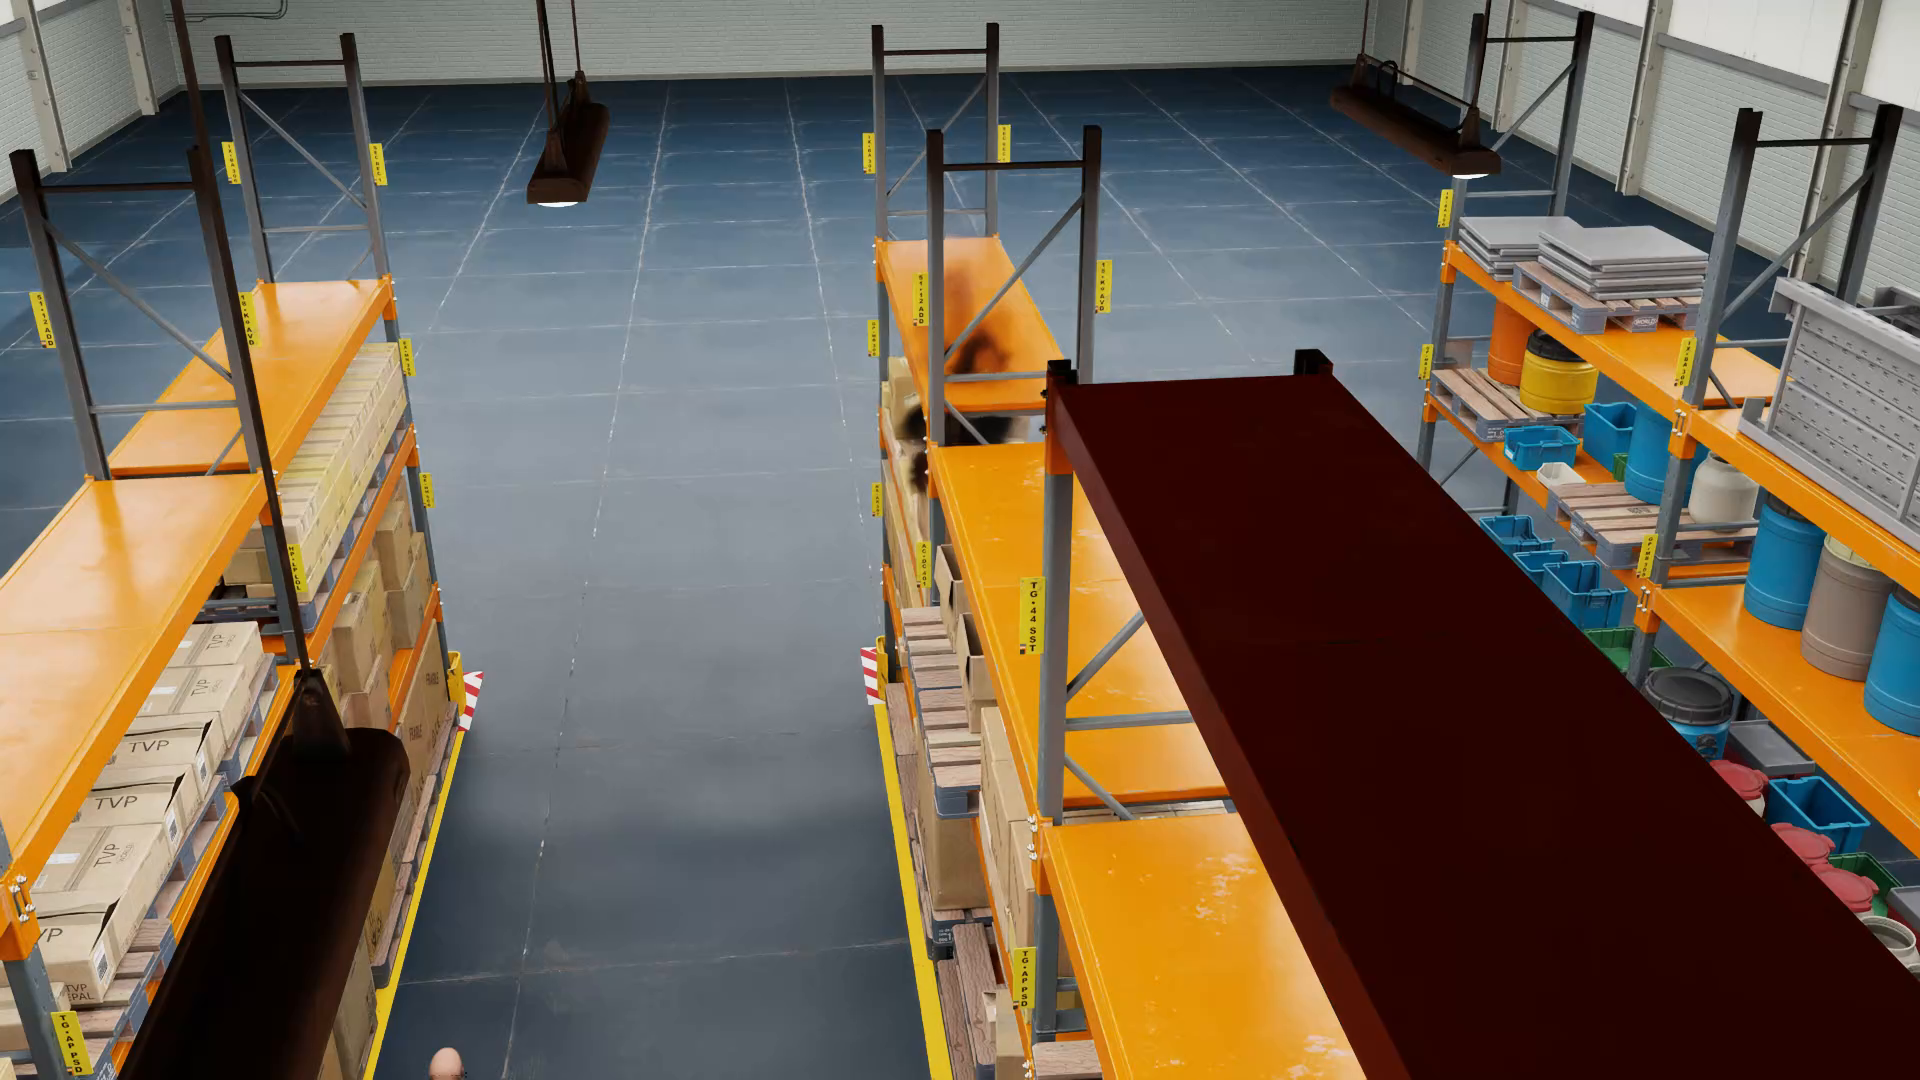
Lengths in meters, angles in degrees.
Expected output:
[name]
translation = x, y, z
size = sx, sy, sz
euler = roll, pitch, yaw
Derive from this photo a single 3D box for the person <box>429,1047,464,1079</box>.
[person]
translation = -2.725, 3.471, 9.179
size = 0.656, 1.705, 0.970
euler = -4, 26, -9
